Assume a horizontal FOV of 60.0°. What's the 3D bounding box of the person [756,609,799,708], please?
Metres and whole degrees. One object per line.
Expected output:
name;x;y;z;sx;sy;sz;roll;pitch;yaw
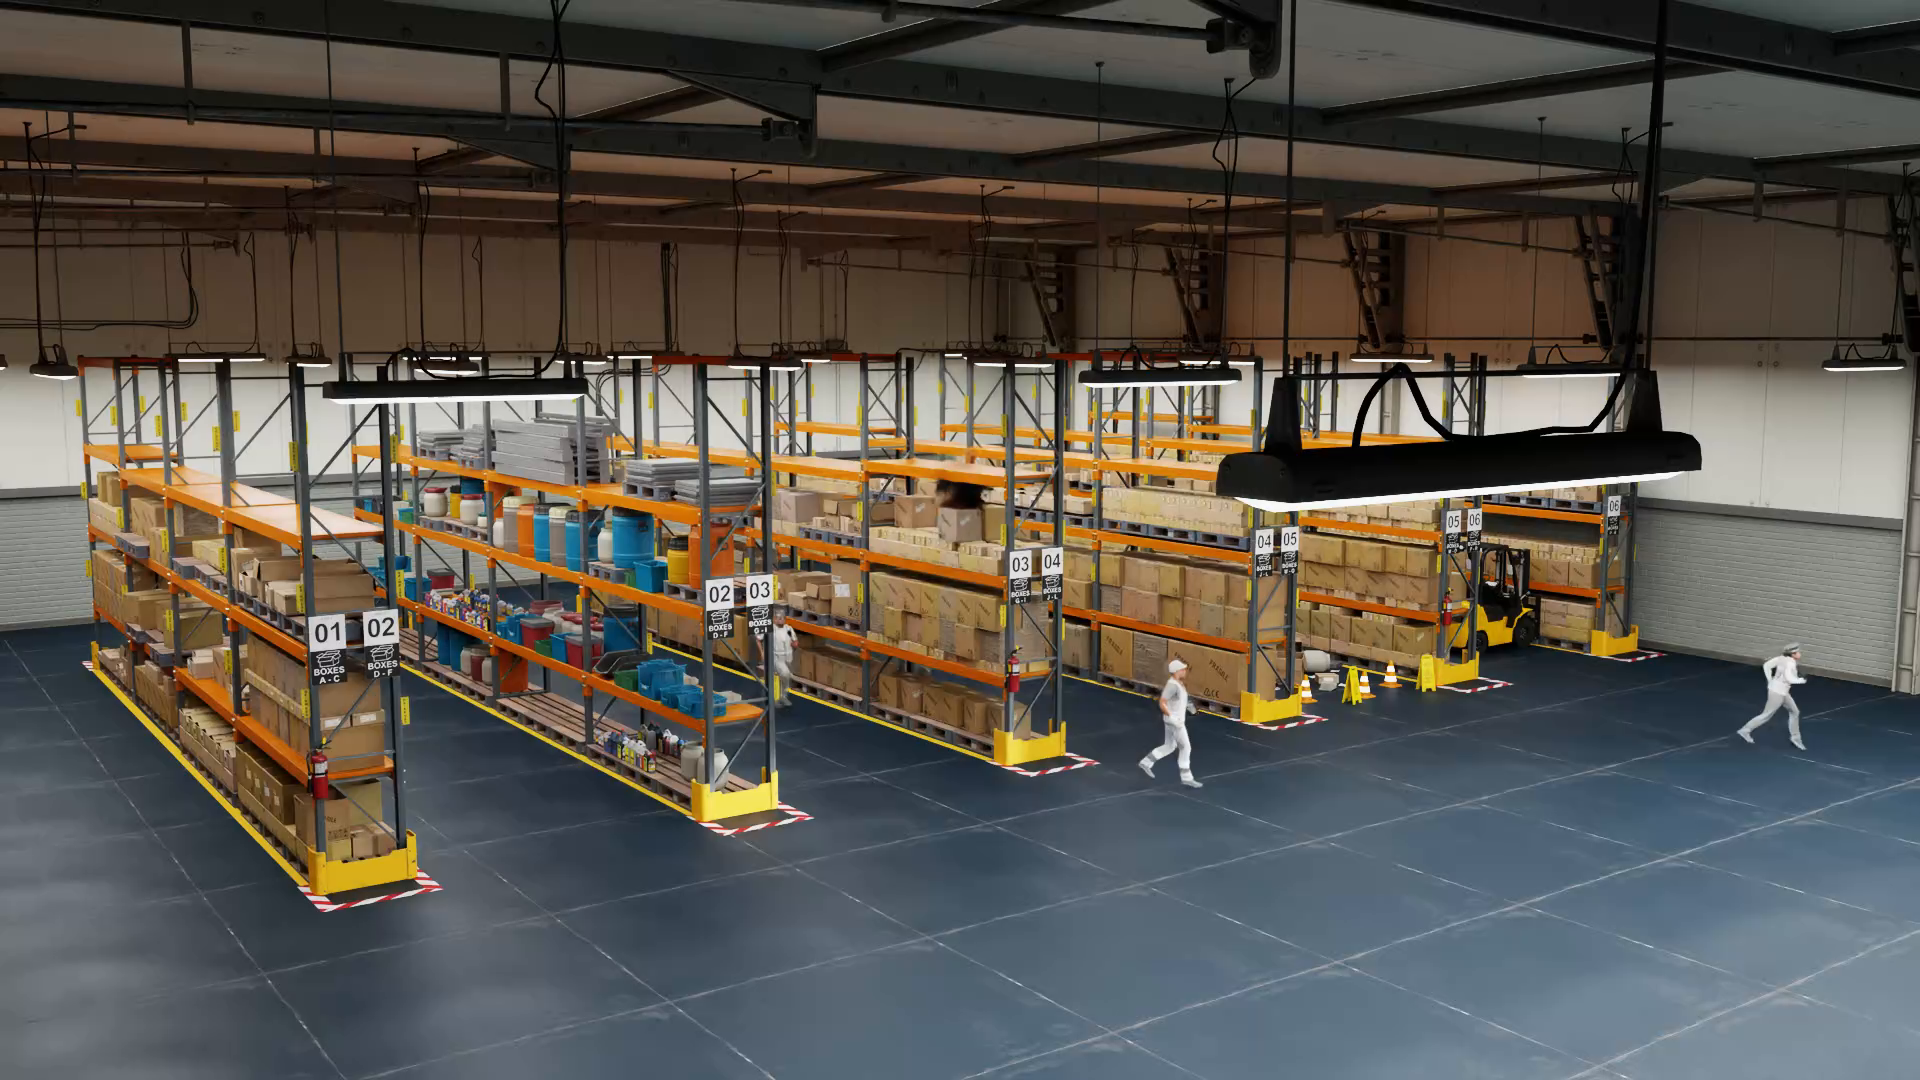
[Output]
person;-3.022;2.023;27.962;0.648;1.750;0.935;-5;9;-36

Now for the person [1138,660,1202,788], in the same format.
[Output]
person;2.983;2.577;23.513;0.914;1.793;0.659;1;7;8

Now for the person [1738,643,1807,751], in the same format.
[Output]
person;12.576;2.409;25.672;0.992;1.695;0.612;2;7;18

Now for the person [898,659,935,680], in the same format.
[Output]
person;-0.815;1.703;31.029;0.650;1.817;0.856;-6;9;-41
